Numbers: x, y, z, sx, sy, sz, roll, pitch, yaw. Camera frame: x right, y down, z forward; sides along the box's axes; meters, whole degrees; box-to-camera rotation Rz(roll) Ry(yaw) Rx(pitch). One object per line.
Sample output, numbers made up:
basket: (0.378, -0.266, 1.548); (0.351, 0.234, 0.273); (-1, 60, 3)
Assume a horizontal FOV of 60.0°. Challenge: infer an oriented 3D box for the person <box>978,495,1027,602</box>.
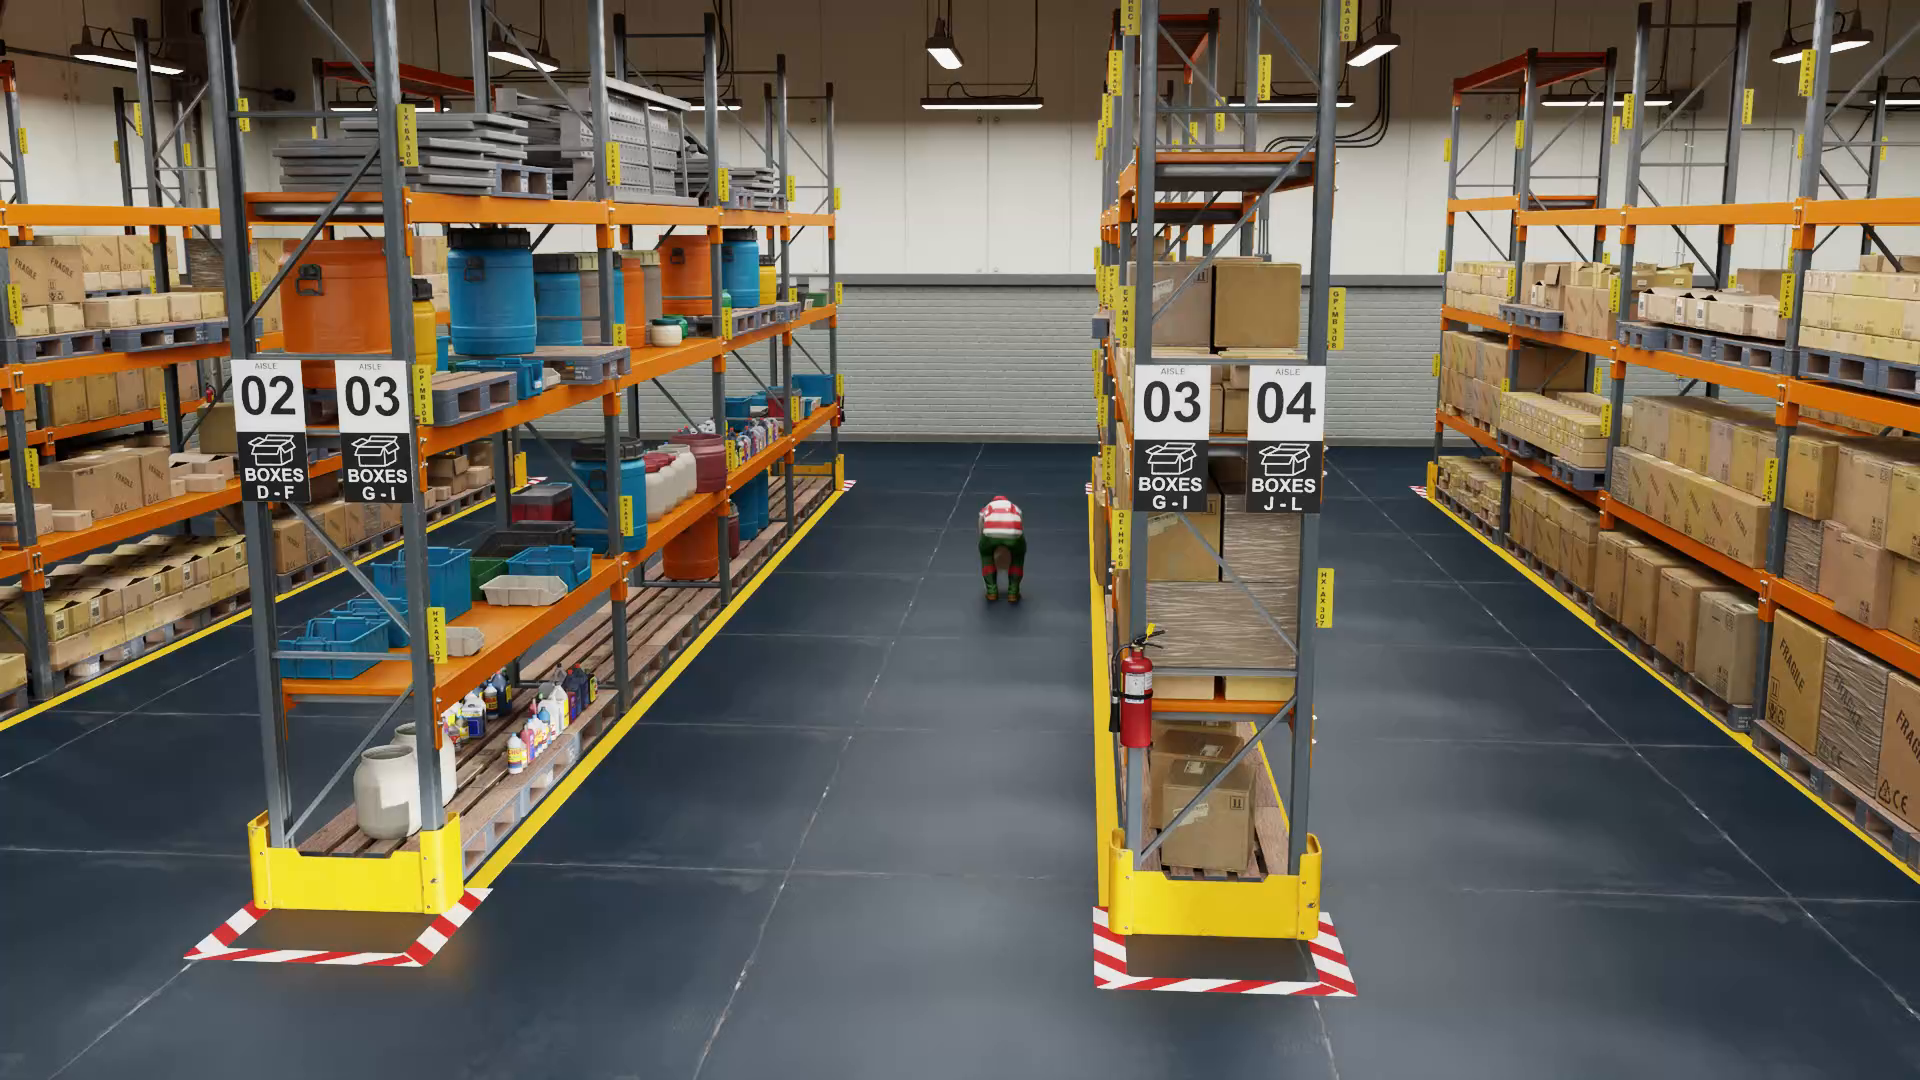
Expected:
person: (0.456, 0.090, 17.907); (0.522, 1.039, 0.958); (0, 11, 1)
